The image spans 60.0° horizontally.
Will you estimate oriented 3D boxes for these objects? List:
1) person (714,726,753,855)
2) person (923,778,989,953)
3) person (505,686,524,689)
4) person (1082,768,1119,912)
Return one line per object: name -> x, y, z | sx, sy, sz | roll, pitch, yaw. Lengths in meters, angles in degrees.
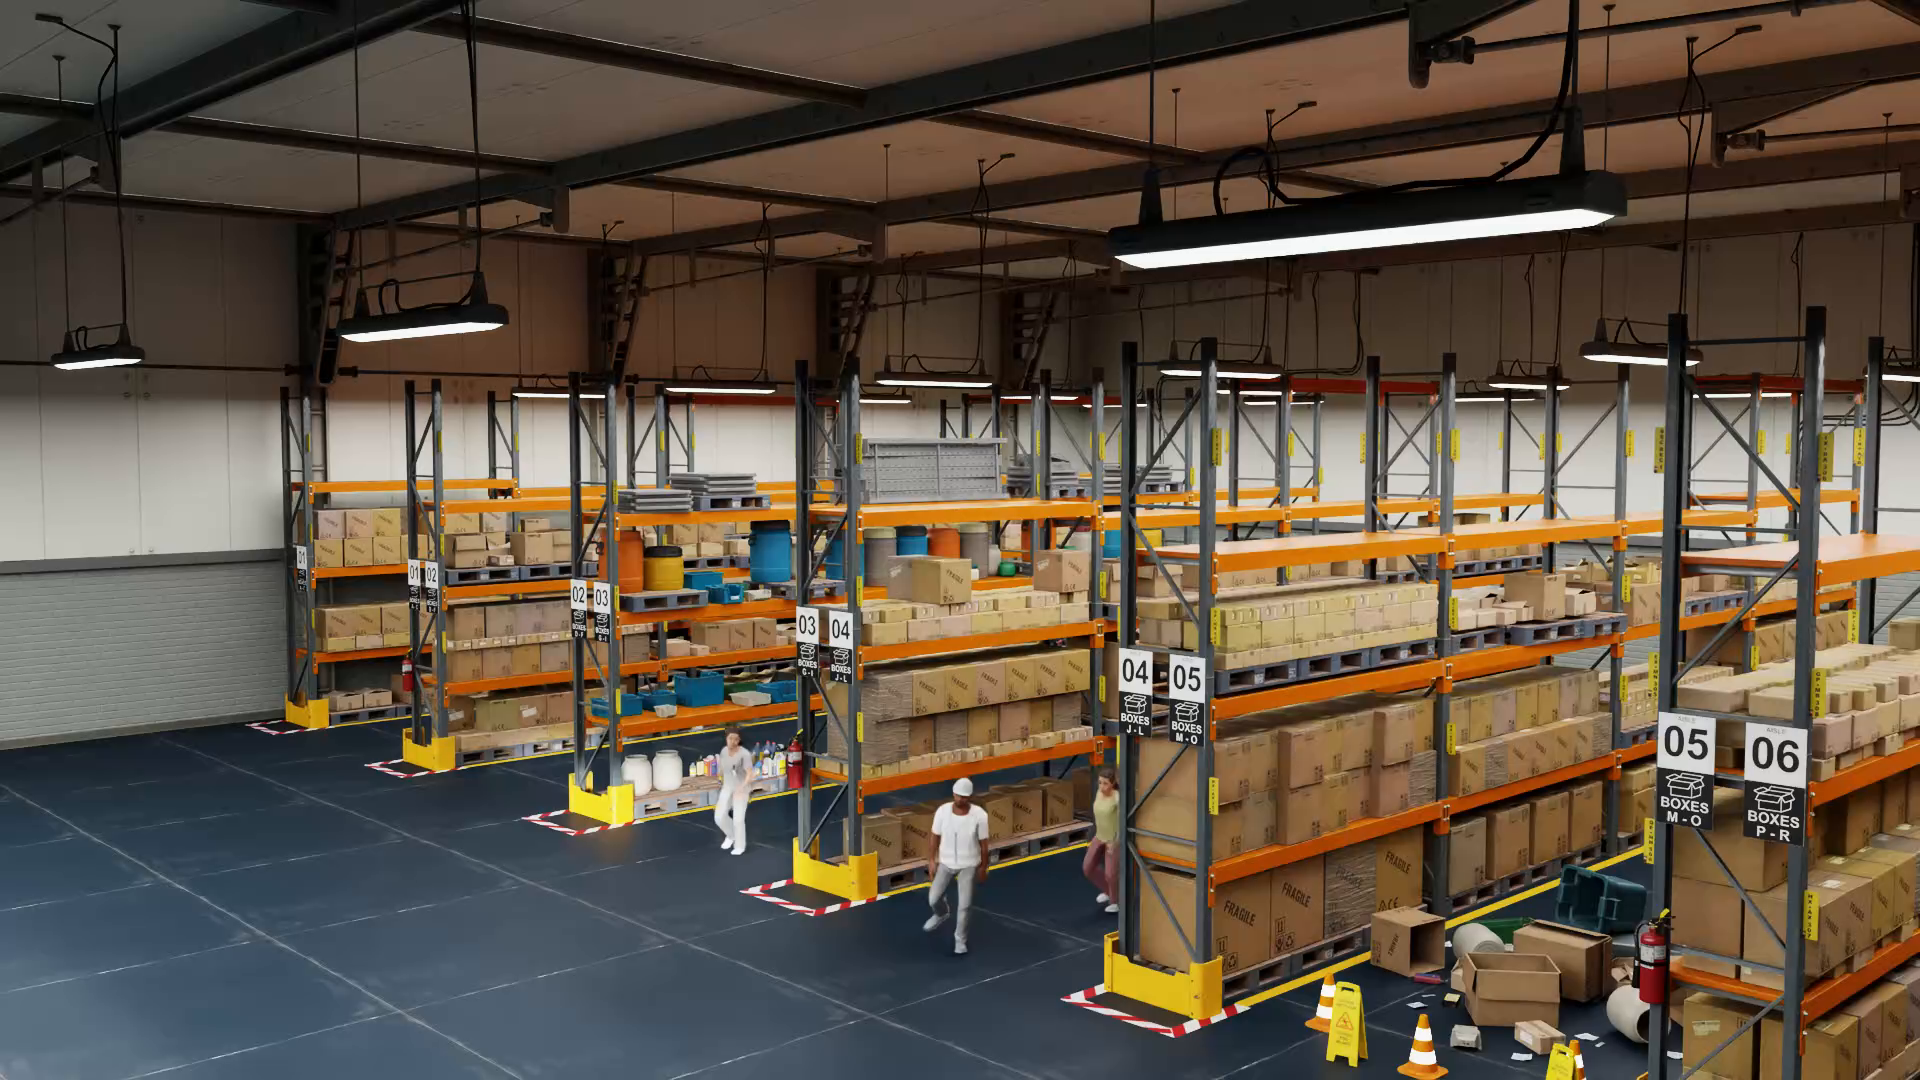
person -> -2.743, 3.055, 20.182 | 0.574, 1.612, 0.721 | 1, 4, 19
person -> -0.063, 3.219, 16.649 | 0.736, 1.742, 0.566 | 1, 4, 14
person -> -7.846, 2.478, 29.453 | 0.573, 1.632, 0.532 | 2, 4, 23
person -> 1.608, 3.213, 17.780 | 0.590, 1.606, 0.578 | -3, 5, -43
